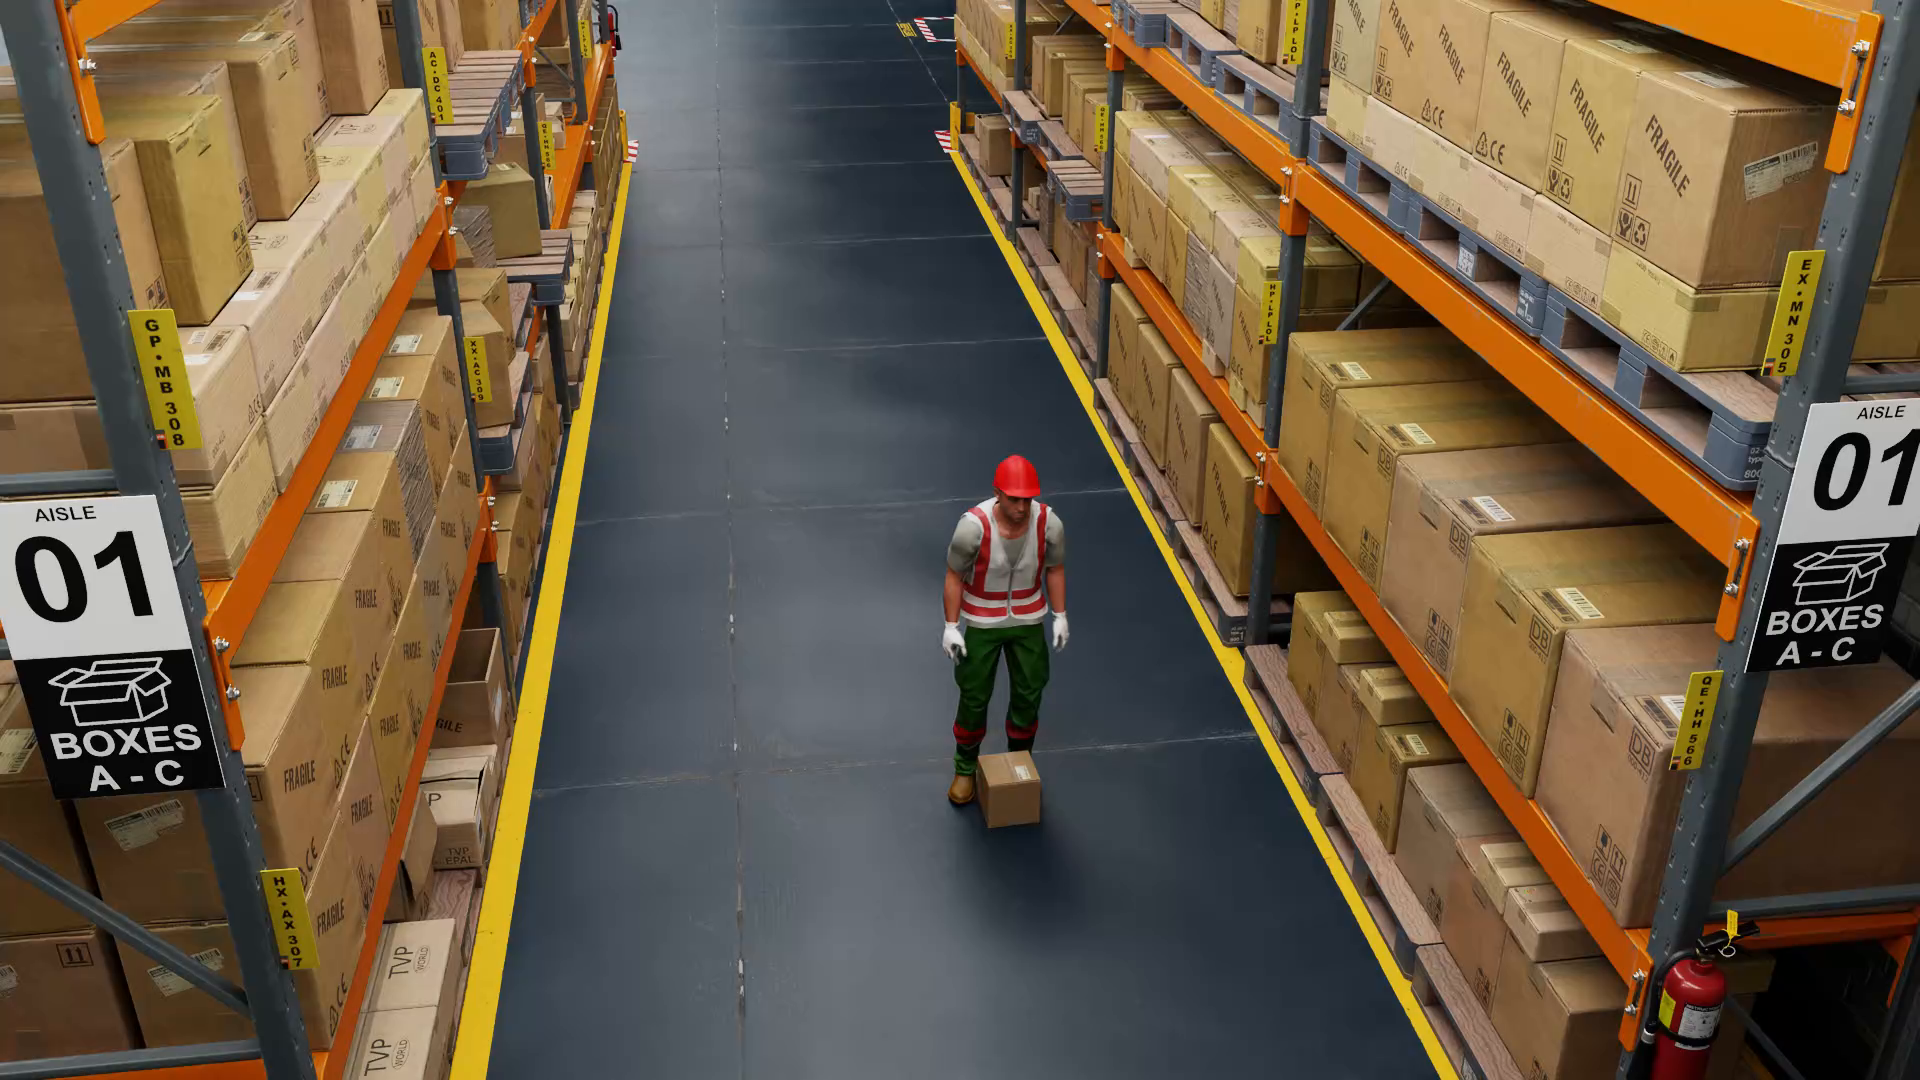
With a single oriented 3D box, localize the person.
[{"bbox_3d":[0.217,0.407,7.798,0.619,1.779,0.449,-5,27,-10],"label":"person"}]
